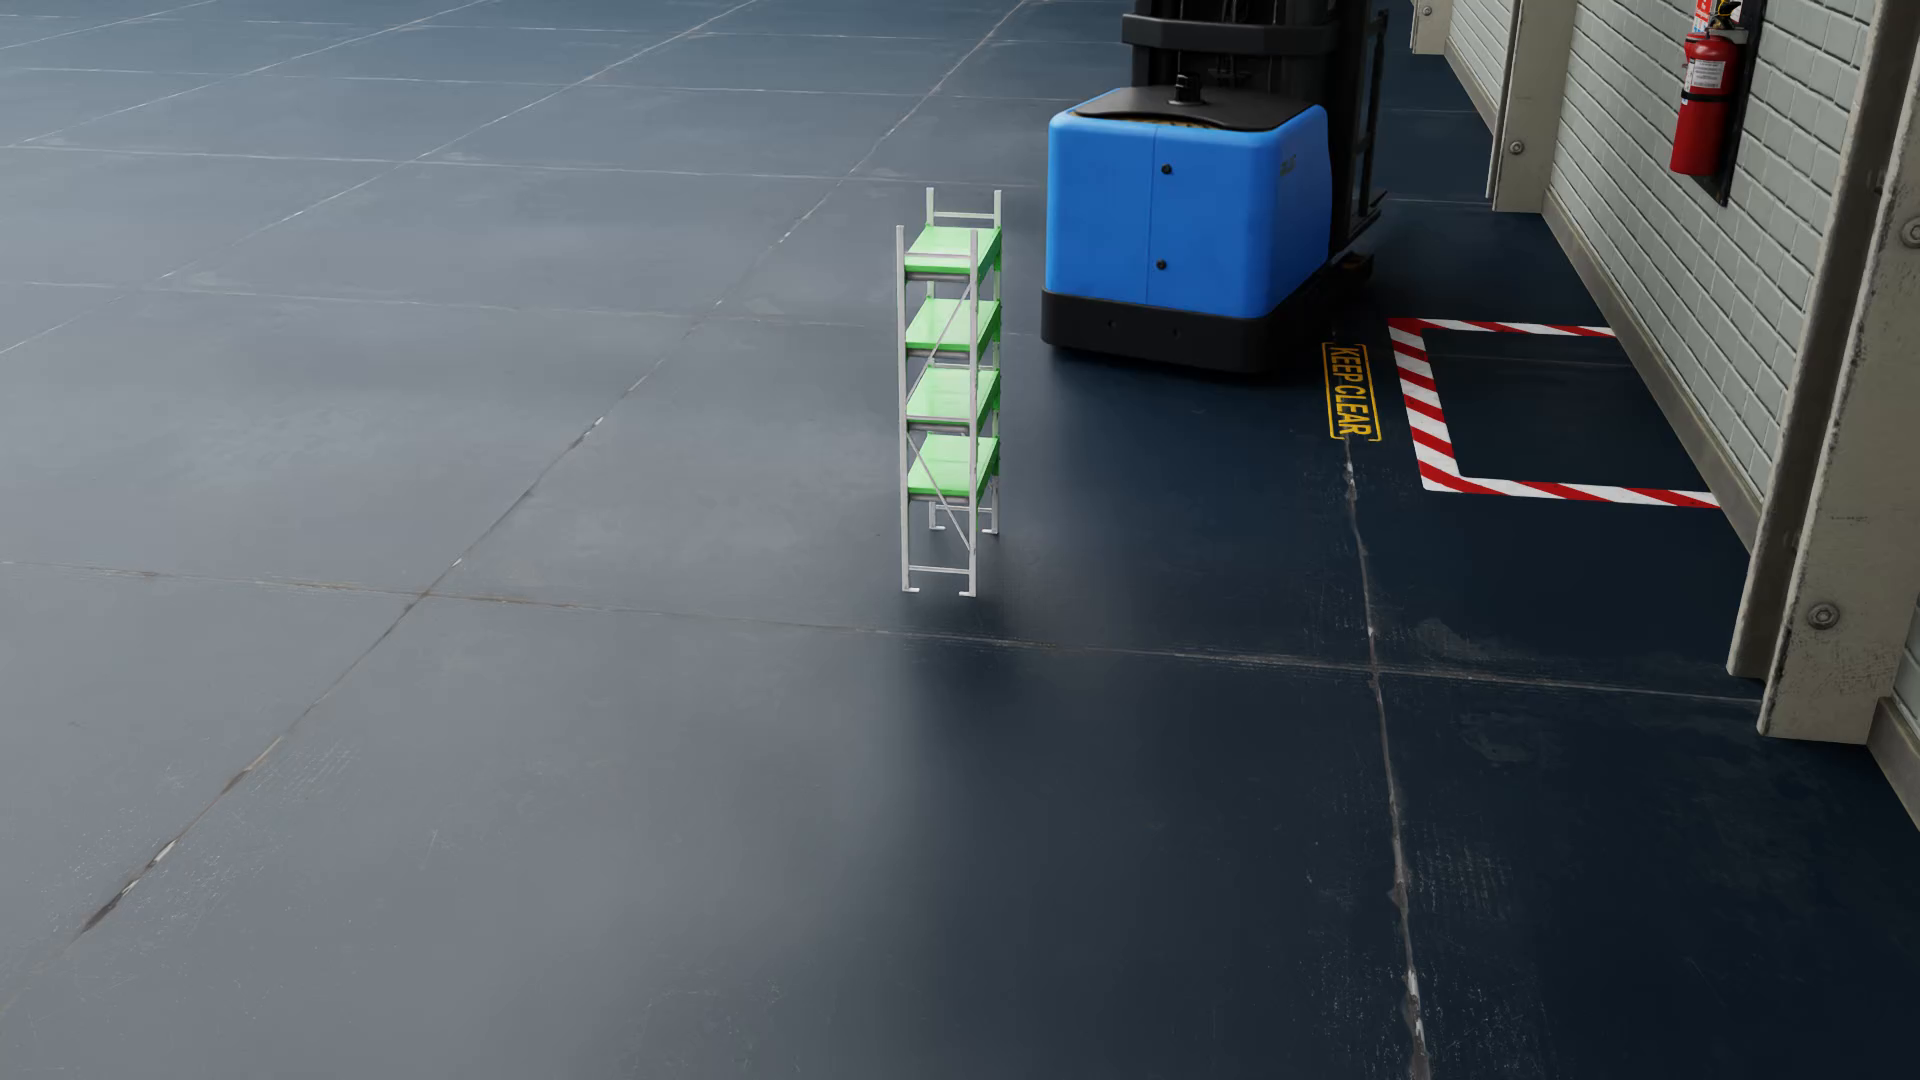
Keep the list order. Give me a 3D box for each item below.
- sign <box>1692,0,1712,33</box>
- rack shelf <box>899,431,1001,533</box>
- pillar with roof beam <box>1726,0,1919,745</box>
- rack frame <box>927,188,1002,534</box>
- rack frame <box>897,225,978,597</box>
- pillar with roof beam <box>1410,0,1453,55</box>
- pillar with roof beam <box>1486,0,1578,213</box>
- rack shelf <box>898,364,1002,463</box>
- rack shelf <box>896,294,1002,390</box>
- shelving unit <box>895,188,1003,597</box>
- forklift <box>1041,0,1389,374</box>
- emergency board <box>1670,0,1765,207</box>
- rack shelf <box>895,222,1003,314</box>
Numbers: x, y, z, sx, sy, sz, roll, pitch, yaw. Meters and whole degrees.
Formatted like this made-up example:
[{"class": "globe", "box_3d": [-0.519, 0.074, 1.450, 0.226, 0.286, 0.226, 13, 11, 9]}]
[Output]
[{"class": "sign", "box_3d": [3.032, -2.161, 6.786, 0.001, 0.329, 0.234, 4, 25, 9]}, {"class": "rack shelf", "box_3d": [-0.027, -0.199, 5.477, 0.258, 0.148, 0.480, 4, 25, 9]}, {"class": "pillar with roof beam", "box_3d": [-1.849, -3.905, 3.478, 9.100, 9.000, 0.400, 4, 25, 9]}, {"class": "rack frame", "box_3d": [0.013, -0.576, 5.566, 0.240, 1.200, 0.015, 4, 25, 9]}, {"class": "rack frame", "box_3d": [-0.067, -0.372, 5.130, 0.240, 1.200, 0.015, 4, 25, 9]}, {"class": "pillar with roof beam", "box_3d": [0.112, -8.924, 14.200, 9.100, 9.000, 0.400, 4, 25, 9]}, {"class": "pillar with roof beam", "box_3d": [-0.868, -6.415, 8.839, 9.100, 9.000, 0.400, 4, 25, 9]}, {"class": "rack shelf", "box_3d": [-0.027, -0.416, 5.375, 0.258, 0.148, 0.480, 4, 25, 9]}, {"class": "rack shelf", "box_3d": [-0.027, -0.634, 5.273, 0.258, 0.148, 0.480, 4, 25, 9]}, {"class": "shelving unit", "box_3d": [-0.027, -0.474, 5.348, 0.258, 1.200, 0.503, 4, 25, 9]}, {"class": "forklift", "box_3d": [1.472, -2.629, 7.910, 1.130, 2.935, 3.031, 12, 28, 24]}, {"class": "emergency board", "box_3d": [2.840, -1.921, 6.315, 0.194, 1.169, 0.643, 4, 25, 9]}, {"class": "rack shelf", "box_3d": [-0.027, -0.851, 5.171, 0.258, 0.148, 0.480, 4, 25, 9]}]
